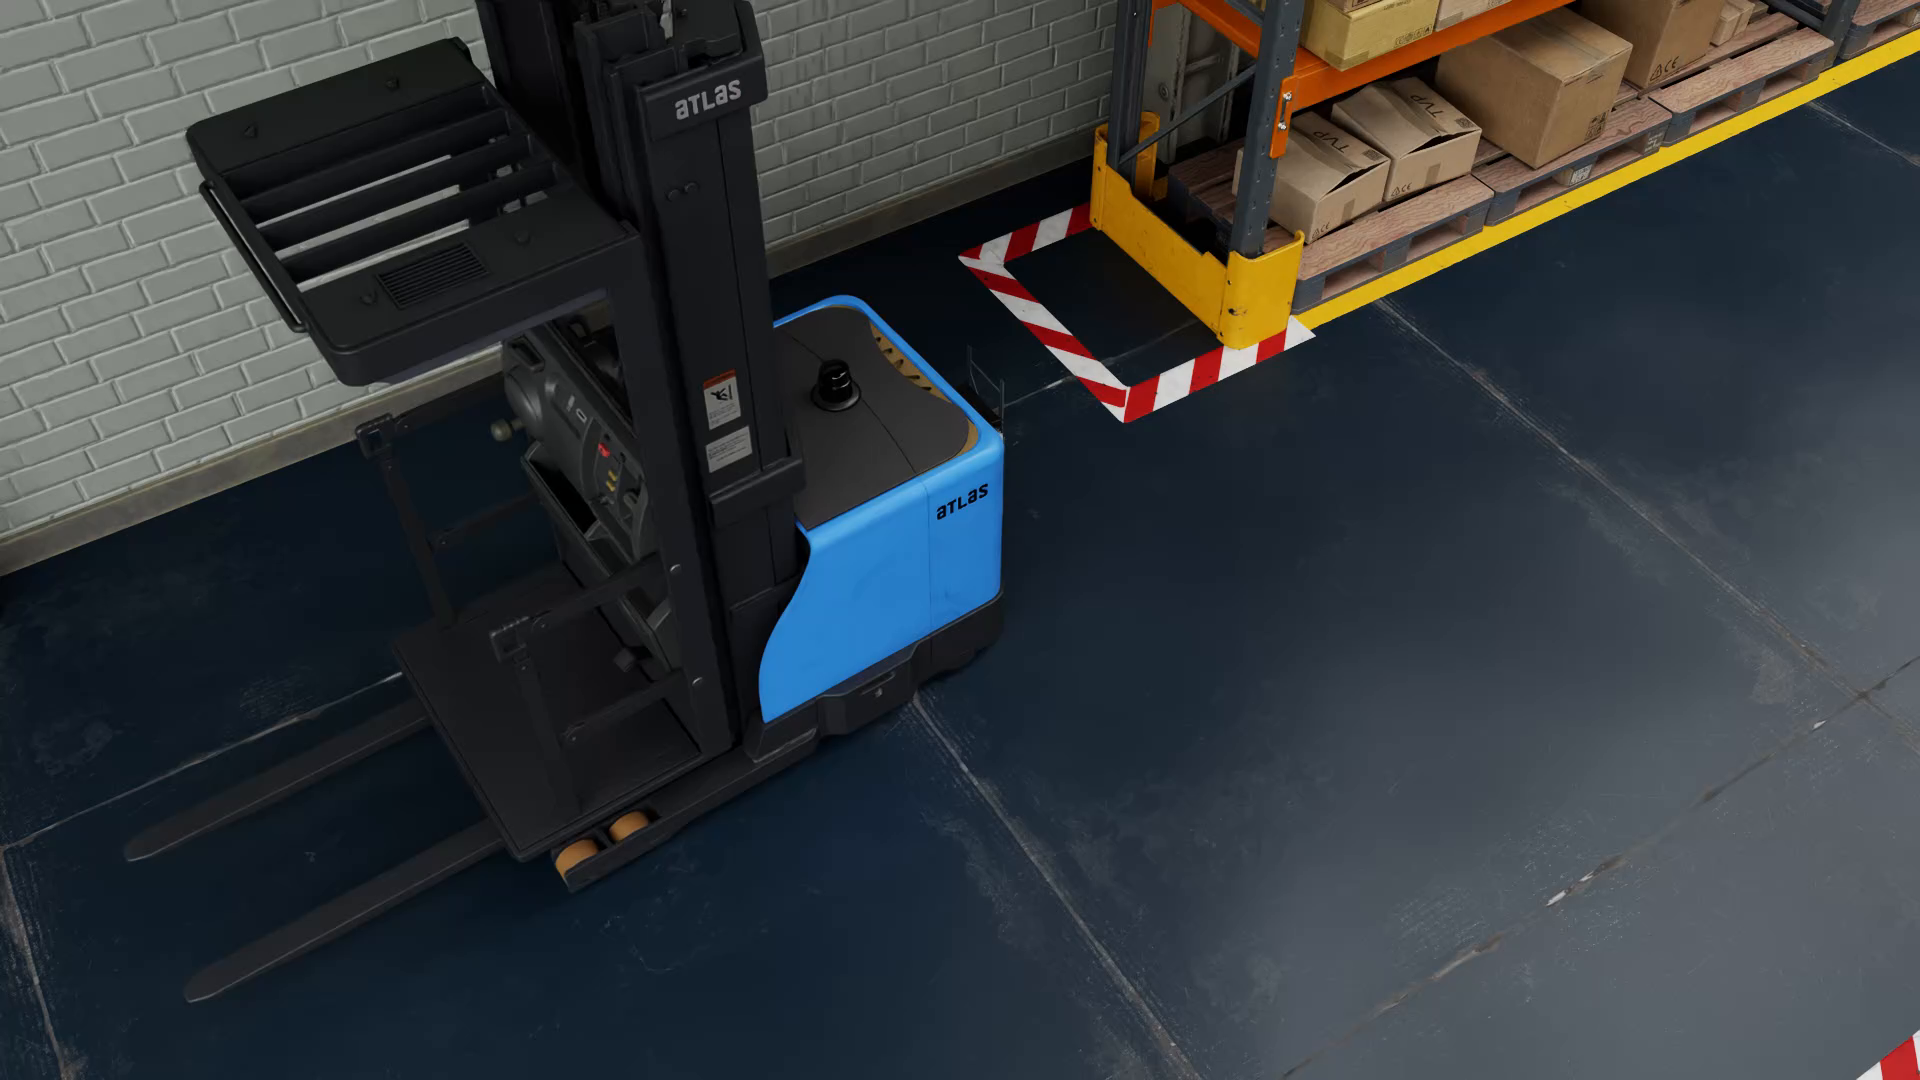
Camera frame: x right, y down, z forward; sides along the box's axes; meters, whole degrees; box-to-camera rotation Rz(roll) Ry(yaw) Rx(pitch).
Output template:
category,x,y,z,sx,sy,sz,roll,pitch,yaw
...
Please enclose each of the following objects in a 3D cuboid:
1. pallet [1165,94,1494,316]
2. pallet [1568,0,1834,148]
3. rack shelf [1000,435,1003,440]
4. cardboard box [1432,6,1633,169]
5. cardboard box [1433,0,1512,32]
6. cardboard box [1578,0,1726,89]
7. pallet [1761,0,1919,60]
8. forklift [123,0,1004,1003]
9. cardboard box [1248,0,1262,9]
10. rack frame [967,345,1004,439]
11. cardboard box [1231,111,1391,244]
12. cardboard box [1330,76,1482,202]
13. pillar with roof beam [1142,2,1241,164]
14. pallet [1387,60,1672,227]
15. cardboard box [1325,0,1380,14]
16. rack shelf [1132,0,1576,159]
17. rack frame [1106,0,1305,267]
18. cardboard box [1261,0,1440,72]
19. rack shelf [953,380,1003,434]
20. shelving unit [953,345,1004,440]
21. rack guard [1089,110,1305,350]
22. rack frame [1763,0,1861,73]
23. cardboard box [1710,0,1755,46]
category,x,y,z,sx,sy,sz,roll,pitch,yaw
pallet,1.766,-1.644,8.018,1.213,0.211,1.003,-25,53,-21
pallet,3.829,-2.617,8.884,1.213,0.211,1.003,-25,53,-21
rack shelf,0.007,-0.400,6.253,0.200,0.077,0.258,-25,53,-21
cardboard box,2.758,-2.262,8.080,0.500,0.500,0.700,-28,54,-23
cardboard box,2.009,-2.407,6.917,0.500,0.250,0.500,-27,54,-22
cardboard box,3.522,-2.710,8.479,0.500,0.500,0.500,-29,54,-23
pallet,5.036,-3.218,9.419,1.213,0.211,1.003,-25,53,-21
forklift,-1.335,-0.254,4.959,3.031,2.935,1.130,-28,54,-23
cardboard box,1.287,-2.505,7.005,0.500,0.250,0.500,-25,53,-20
rack frame,0.093,-0.343,6.398,0.006,0.900,0.240,-25,53,-21
cardboard box,1.629,-1.711,7.716,0.500,0.311,0.500,-31,55,-25
cardboard box,2.111,-1.938,7.919,0.500,0.311,0.500,-21,52,-18
pillar with roof beam,3.423,-2.341,2.755,0.400,9.000,9.100,-25,53,-21
pallet,2.796,-2.127,8.448,1.213,0.211,1.003,-25,53,-21
cardboard box,1.560,-2.447,6.450,0.500,0.500,0.500,-25,53,-21
rack shelf,2.687,-2.798,7.660,4.000,0.370,1.077,-25,53,-21
rack frame,0.996,-2.240,6.682,0.127,3.000,1.000,-25,53,-21
cardboard box,1.578,-2.191,6.725,0.500,0.250,0.500,-27,54,-22
rack shelf,0.007,-0.460,6.185,0.200,0.077,0.258,-25,53,-21
shelving unit,0.007,-0.303,6.362,0.210,0.900,0.258,-25,53,-21
rack guard,1.060,-1.439,7.642,0.348,0.500,1.175,-25,53,-21
rack frame,4.379,-3.834,8.101,0.127,3.000,1.000,-25,53,-21
cardboard box,3.942,-2.806,8.788,0.250,0.166,0.380,-32,56,-25
